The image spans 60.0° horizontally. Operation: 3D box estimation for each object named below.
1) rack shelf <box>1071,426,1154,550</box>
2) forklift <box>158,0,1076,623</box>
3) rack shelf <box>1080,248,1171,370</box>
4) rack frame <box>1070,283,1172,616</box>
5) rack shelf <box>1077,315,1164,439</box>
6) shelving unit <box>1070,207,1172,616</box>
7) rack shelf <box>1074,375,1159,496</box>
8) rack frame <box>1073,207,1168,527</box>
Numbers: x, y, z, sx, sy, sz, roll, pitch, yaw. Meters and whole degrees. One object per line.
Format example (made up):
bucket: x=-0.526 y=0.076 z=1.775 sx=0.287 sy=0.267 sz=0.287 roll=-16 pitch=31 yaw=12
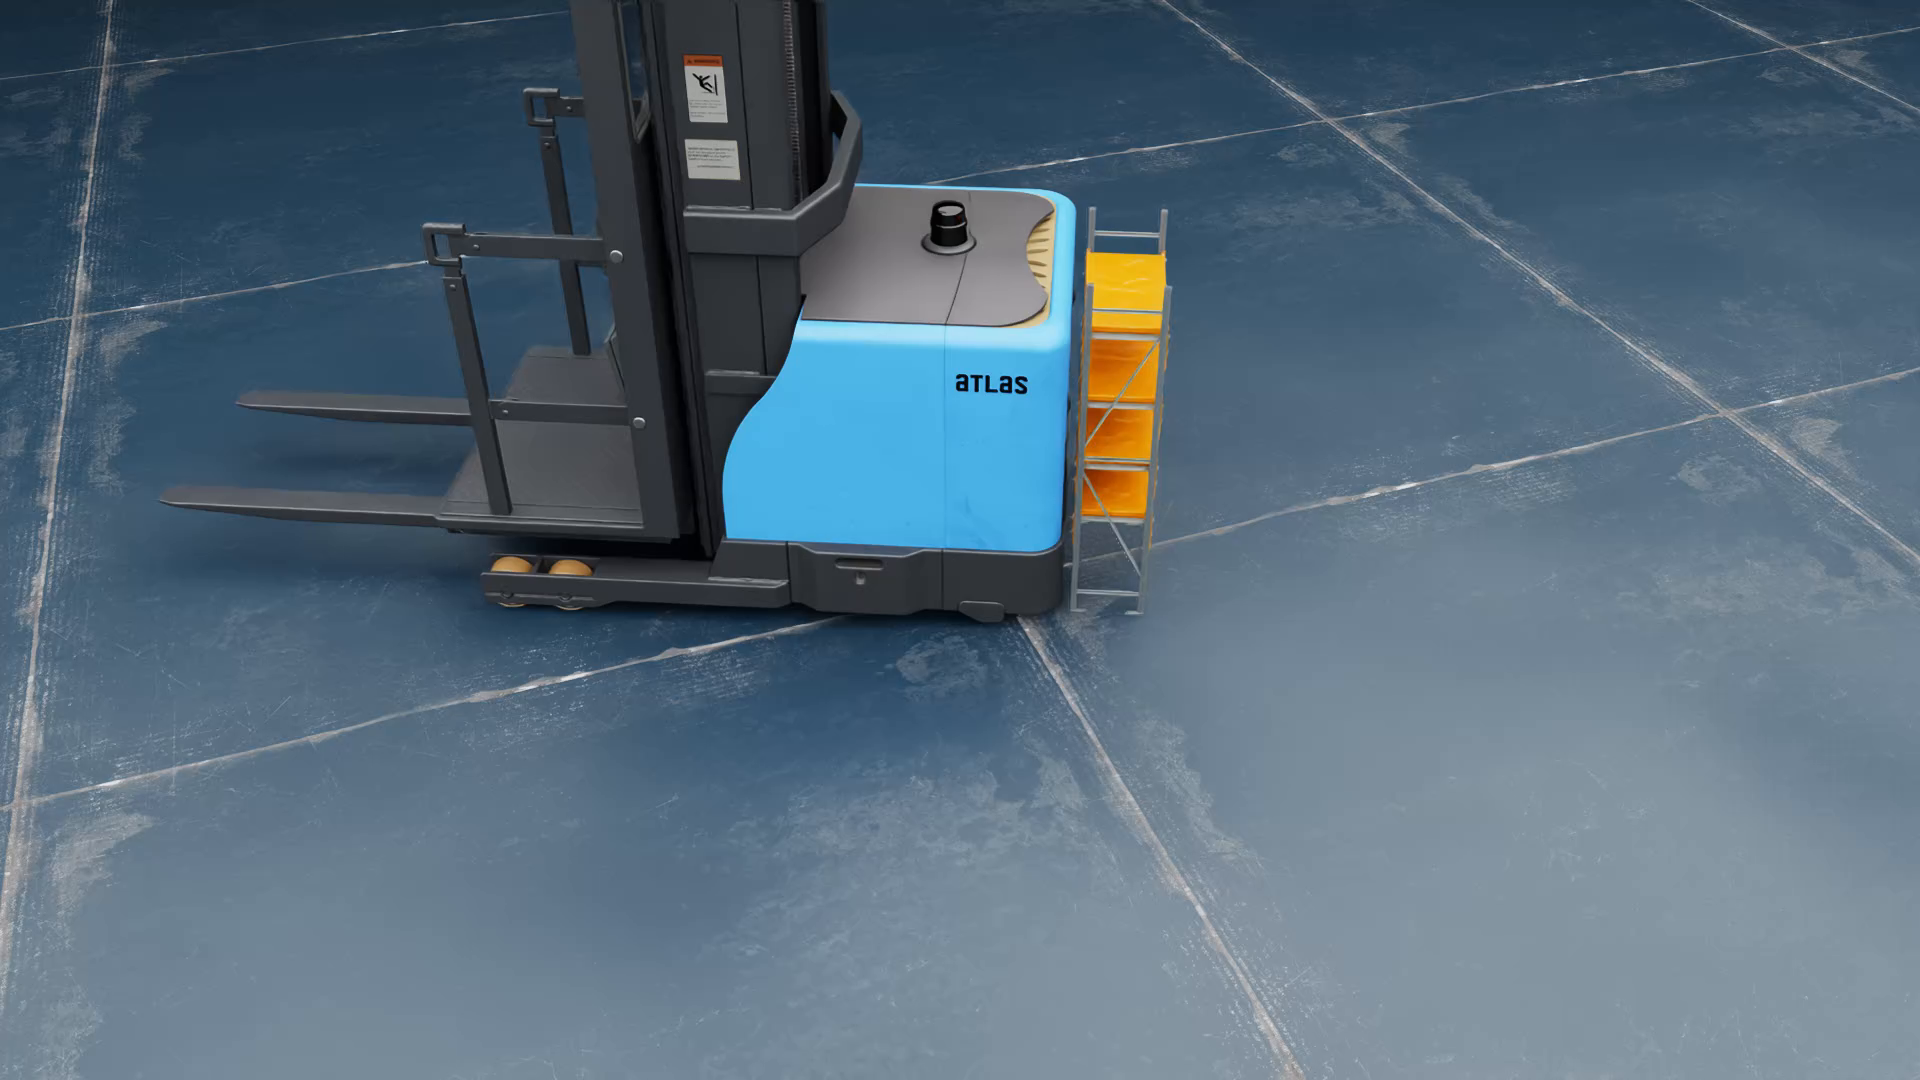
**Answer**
rack shelf: x=0.498 y=-0.176 z=5.428 sx=0.258 sy=0.148 sz=0.480 roll=3 pitch=37 yaw=3
forklift: x=-1.148 y=-1.255 z=4.980 sx=3.031 sy=2.935 sz=1.130 roll=3 pitch=37 yaw=4
rack shelf: x=0.498 y=-0.702 z=5.032 sx=0.258 sy=0.148 sz=0.480 roll=3 pitch=37 yaw=3
rack frame: x=0.479 y=-0.242 z=5.074 sx=0.240 sy=1.200 sz=0.015 roll=3 pitch=37 yaw=3
rack shelf: x=0.498 y=-0.513 z=5.174 sx=0.258 sy=0.148 sz=0.480 roll=3 pitch=37 yaw=3
shelving unit: x=0.498 y=-0.388 z=5.268 sx=0.258 sy=1.200 sz=0.503 roll=3 pitch=37 yaw=3
rack shelf: x=0.498 y=-0.335 z=5.308 sx=0.258 sy=0.148 sz=0.480 roll=3 pitch=37 yaw=3
rack frame: x=0.517 y=-0.535 z=5.462 sx=0.240 sy=1.200 sz=0.015 roll=3 pitch=37 yaw=3
